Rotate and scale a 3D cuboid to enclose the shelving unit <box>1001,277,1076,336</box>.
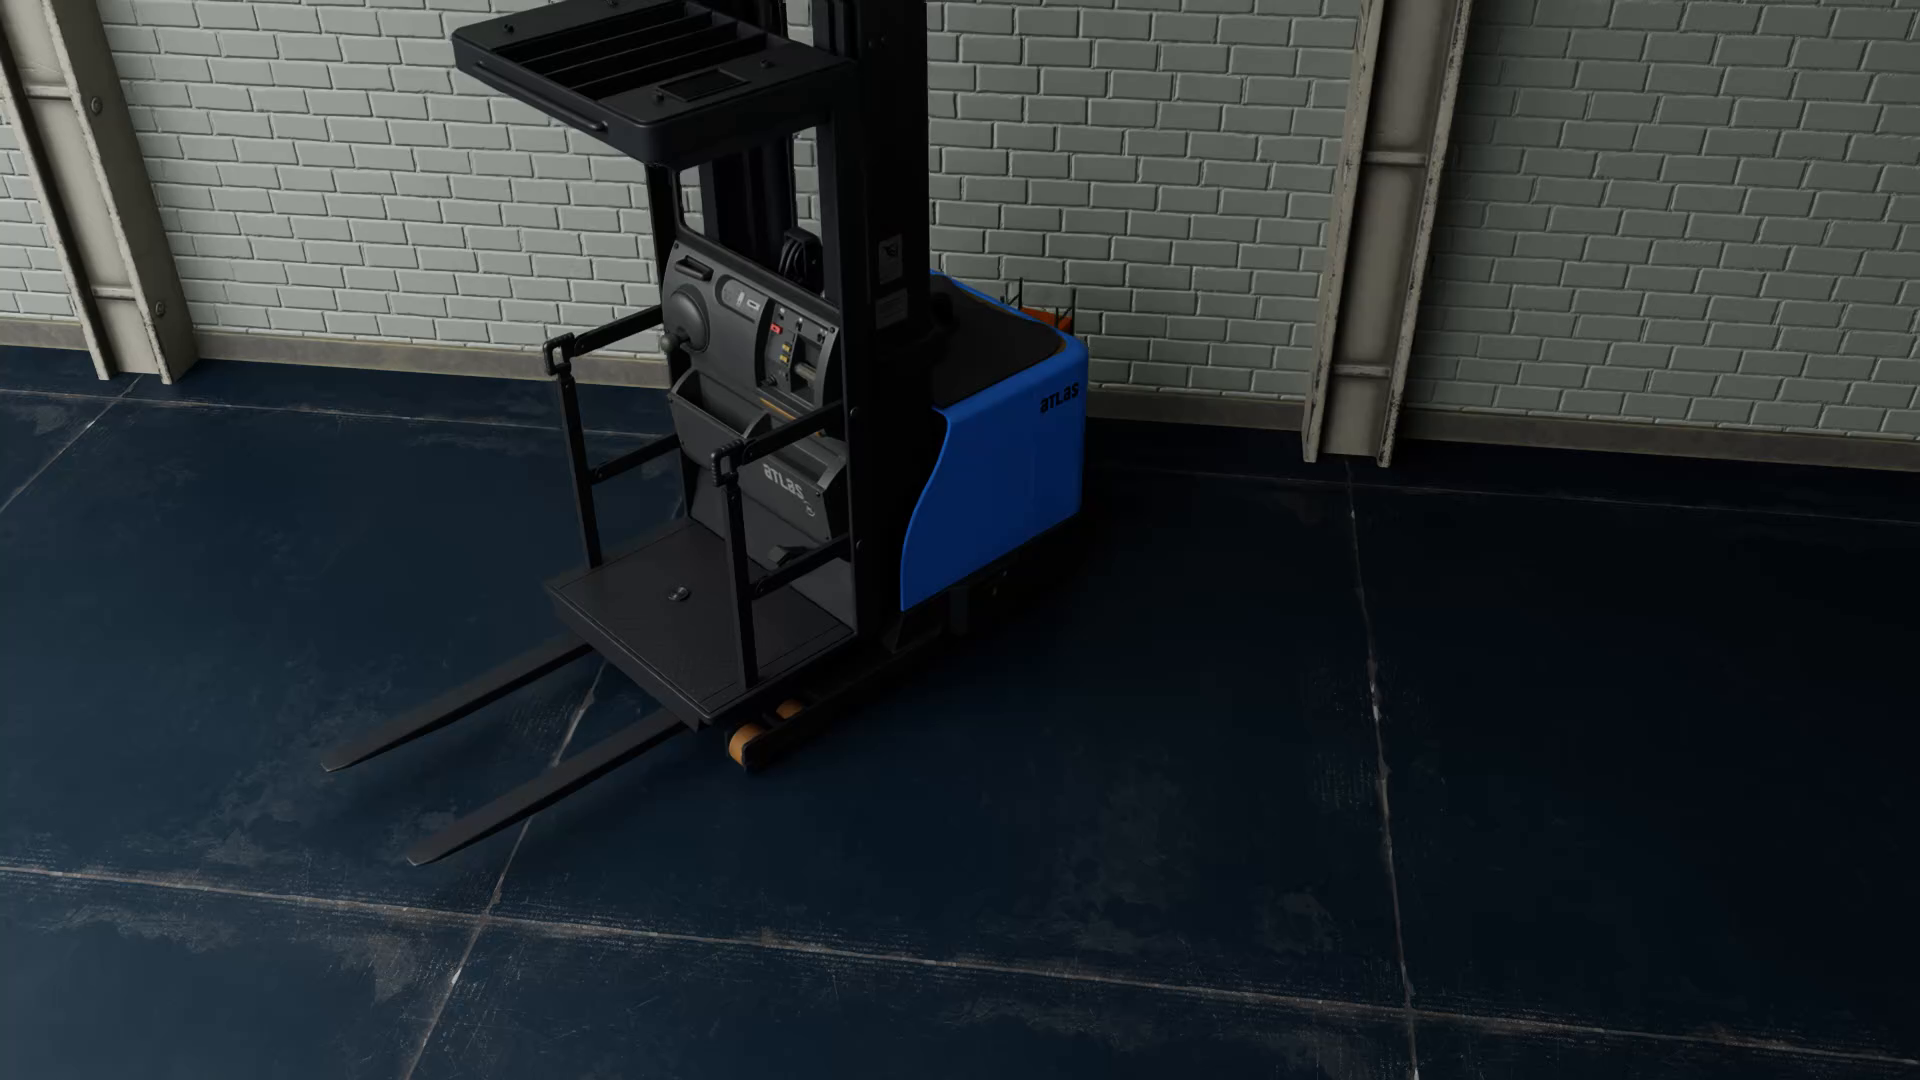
[{"bbox_3d":[0.325,-0.597,7.182,0.252,1.050,0.215,16,38,21],"label":"shelving unit"}]

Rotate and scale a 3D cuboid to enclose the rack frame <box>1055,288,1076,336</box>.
[{"bbox_3d":[0.435,-0.566,7.139,0.008,1.050,0.200,16,38,21],"label":"rack frame"}]

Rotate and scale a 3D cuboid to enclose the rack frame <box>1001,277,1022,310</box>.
[{"bbox_3d":[0.216,-0.628,7.226,0.008,1.050,0.200,16,38,21],"label":"rack frame"}]

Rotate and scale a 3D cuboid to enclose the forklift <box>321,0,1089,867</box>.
[{"bbox_3d":[-0.897,-0.700,5.708,3.031,2.935,1.130,-29,45,-34],"label":"forklift"}]

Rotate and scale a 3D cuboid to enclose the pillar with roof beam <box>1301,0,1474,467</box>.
[{"bbox_3d":[1.274,-1.623,1.777,0.400,9.000,9.100,4,36,6],"label":"pillar with roof beam"}]

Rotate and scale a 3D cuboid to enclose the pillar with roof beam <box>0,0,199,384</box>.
[{"bbox_3d":[-4.677,-2.067,2.399,0.400,9.000,9.100,4,36,6],"label":"pillar with roof beam"}]

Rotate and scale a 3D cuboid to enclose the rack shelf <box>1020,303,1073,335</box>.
[{"bbox_3d":[0.325,-0.819,7.024,0.240,0.259,0.215,16,38,21],"label":"rack shelf"}]
